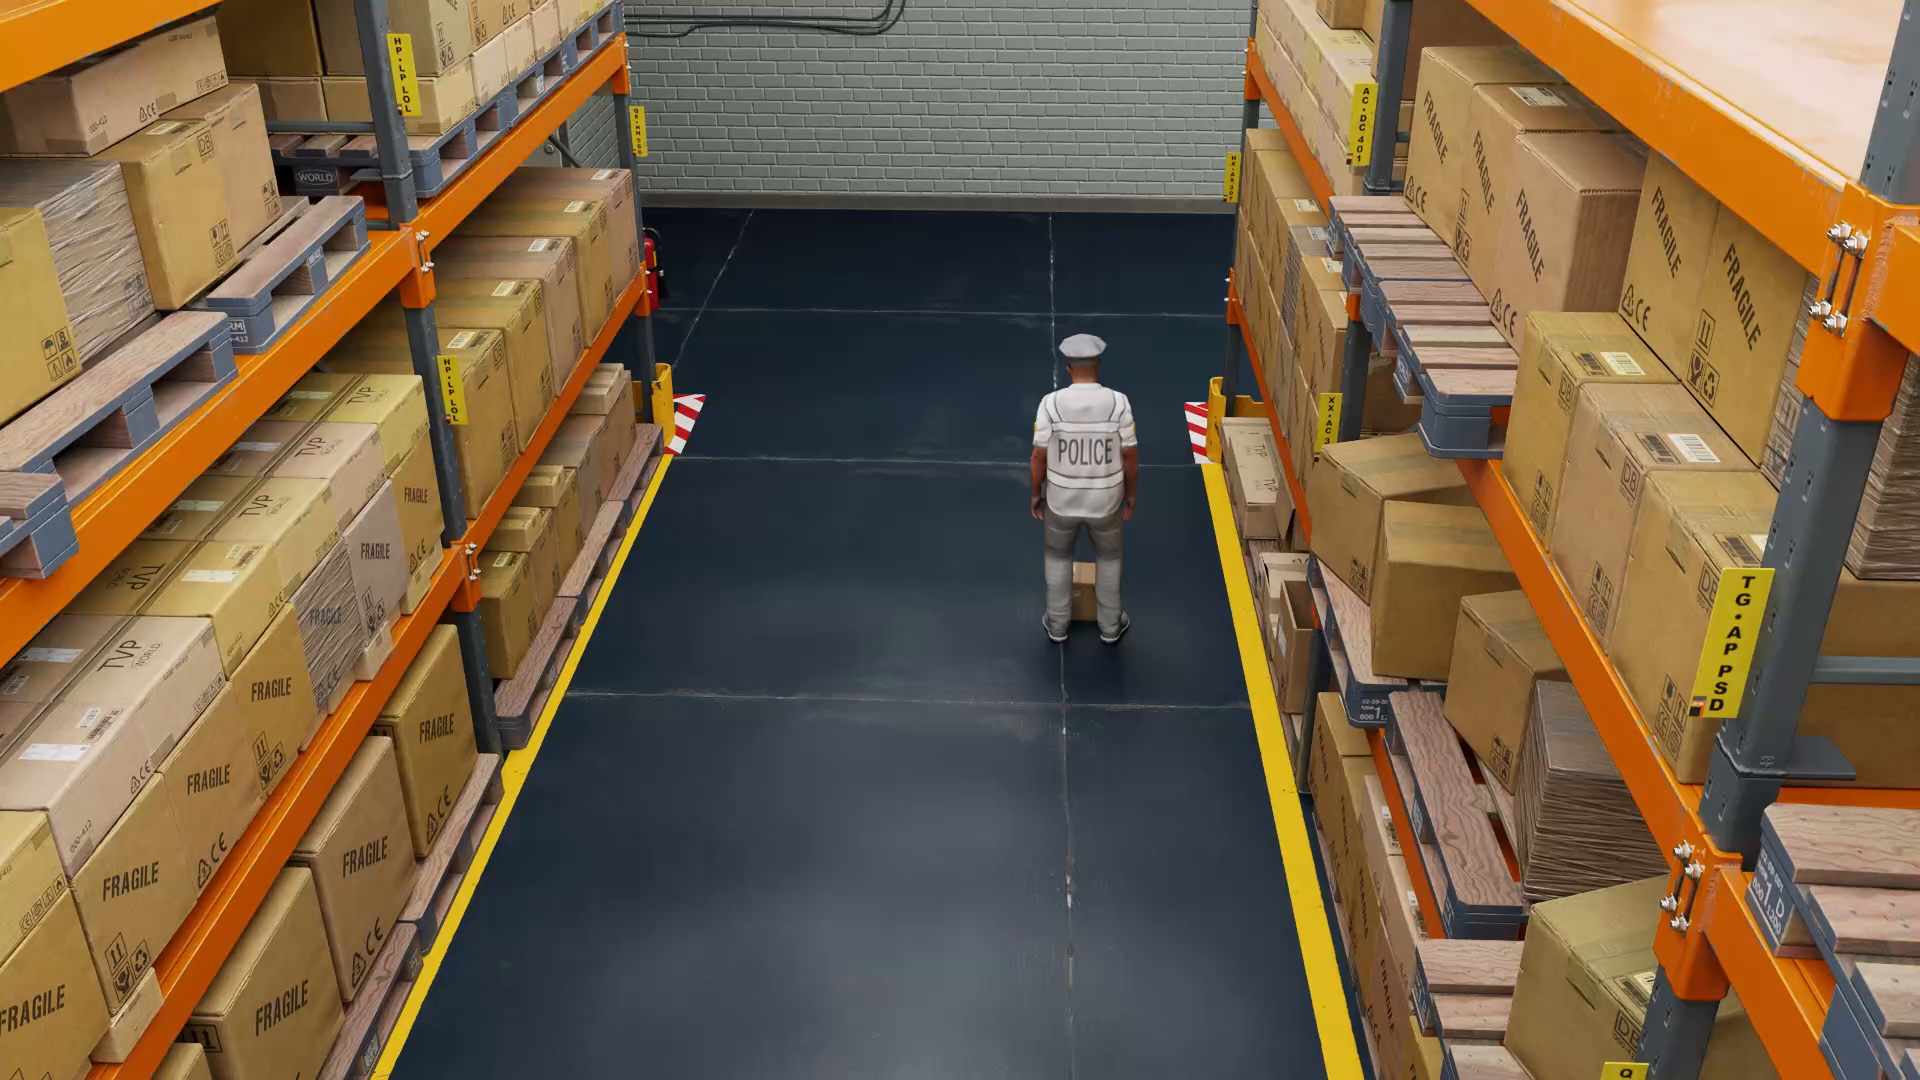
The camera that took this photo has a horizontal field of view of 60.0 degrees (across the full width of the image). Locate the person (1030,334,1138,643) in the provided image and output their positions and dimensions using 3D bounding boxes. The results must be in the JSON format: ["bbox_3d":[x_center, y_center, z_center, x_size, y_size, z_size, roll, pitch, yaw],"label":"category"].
[{"bbox_3d":[0.673,-0.234,9.059,0.590,1.746,0.436,1,28,2],"label":"person"}]
